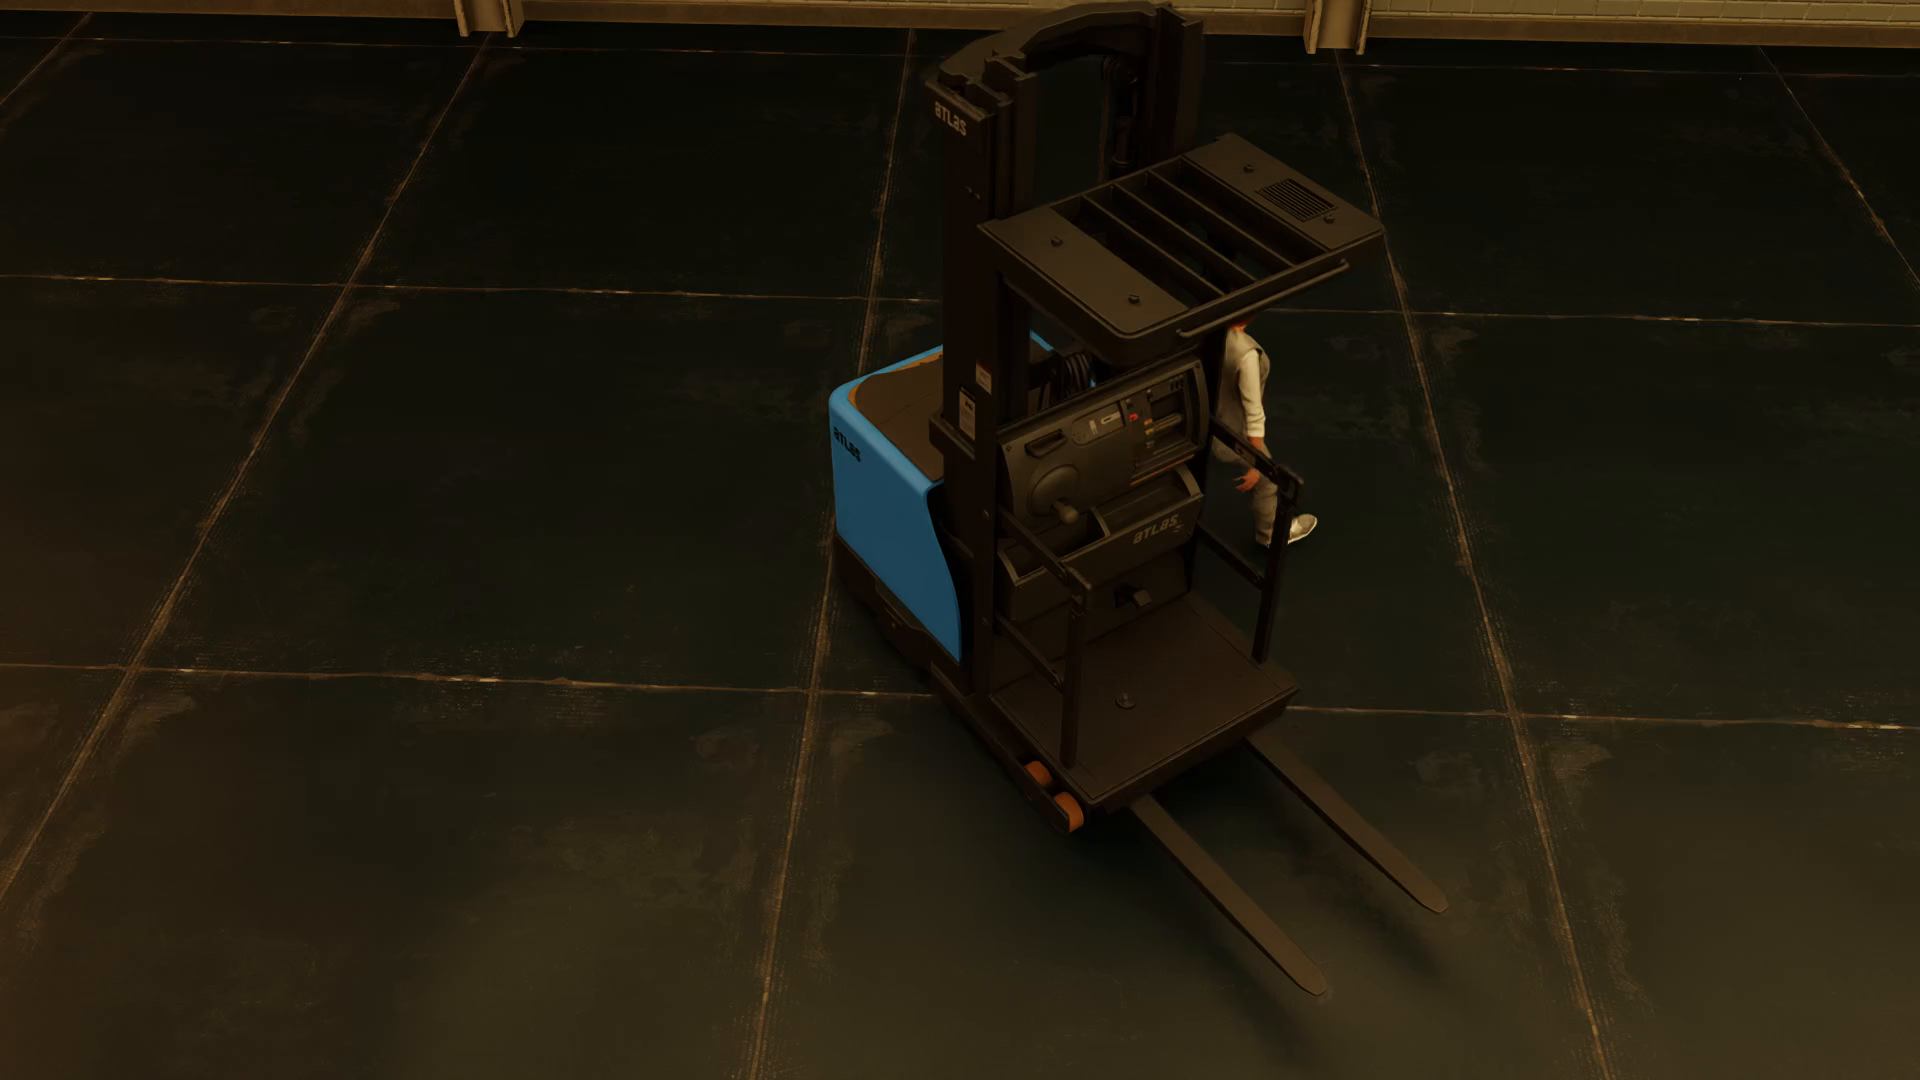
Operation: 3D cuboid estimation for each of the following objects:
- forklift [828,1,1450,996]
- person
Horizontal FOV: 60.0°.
[{"bbox_3d":[0.672,-0.286,6.056,1.130,2.935,3.031,-25,48,-25],"label":"forklift"},{"bbox_3d":[1.238,-0.488,7.331,0.851,1.546,0.556,-24,48,-24],"label":"person"}]
